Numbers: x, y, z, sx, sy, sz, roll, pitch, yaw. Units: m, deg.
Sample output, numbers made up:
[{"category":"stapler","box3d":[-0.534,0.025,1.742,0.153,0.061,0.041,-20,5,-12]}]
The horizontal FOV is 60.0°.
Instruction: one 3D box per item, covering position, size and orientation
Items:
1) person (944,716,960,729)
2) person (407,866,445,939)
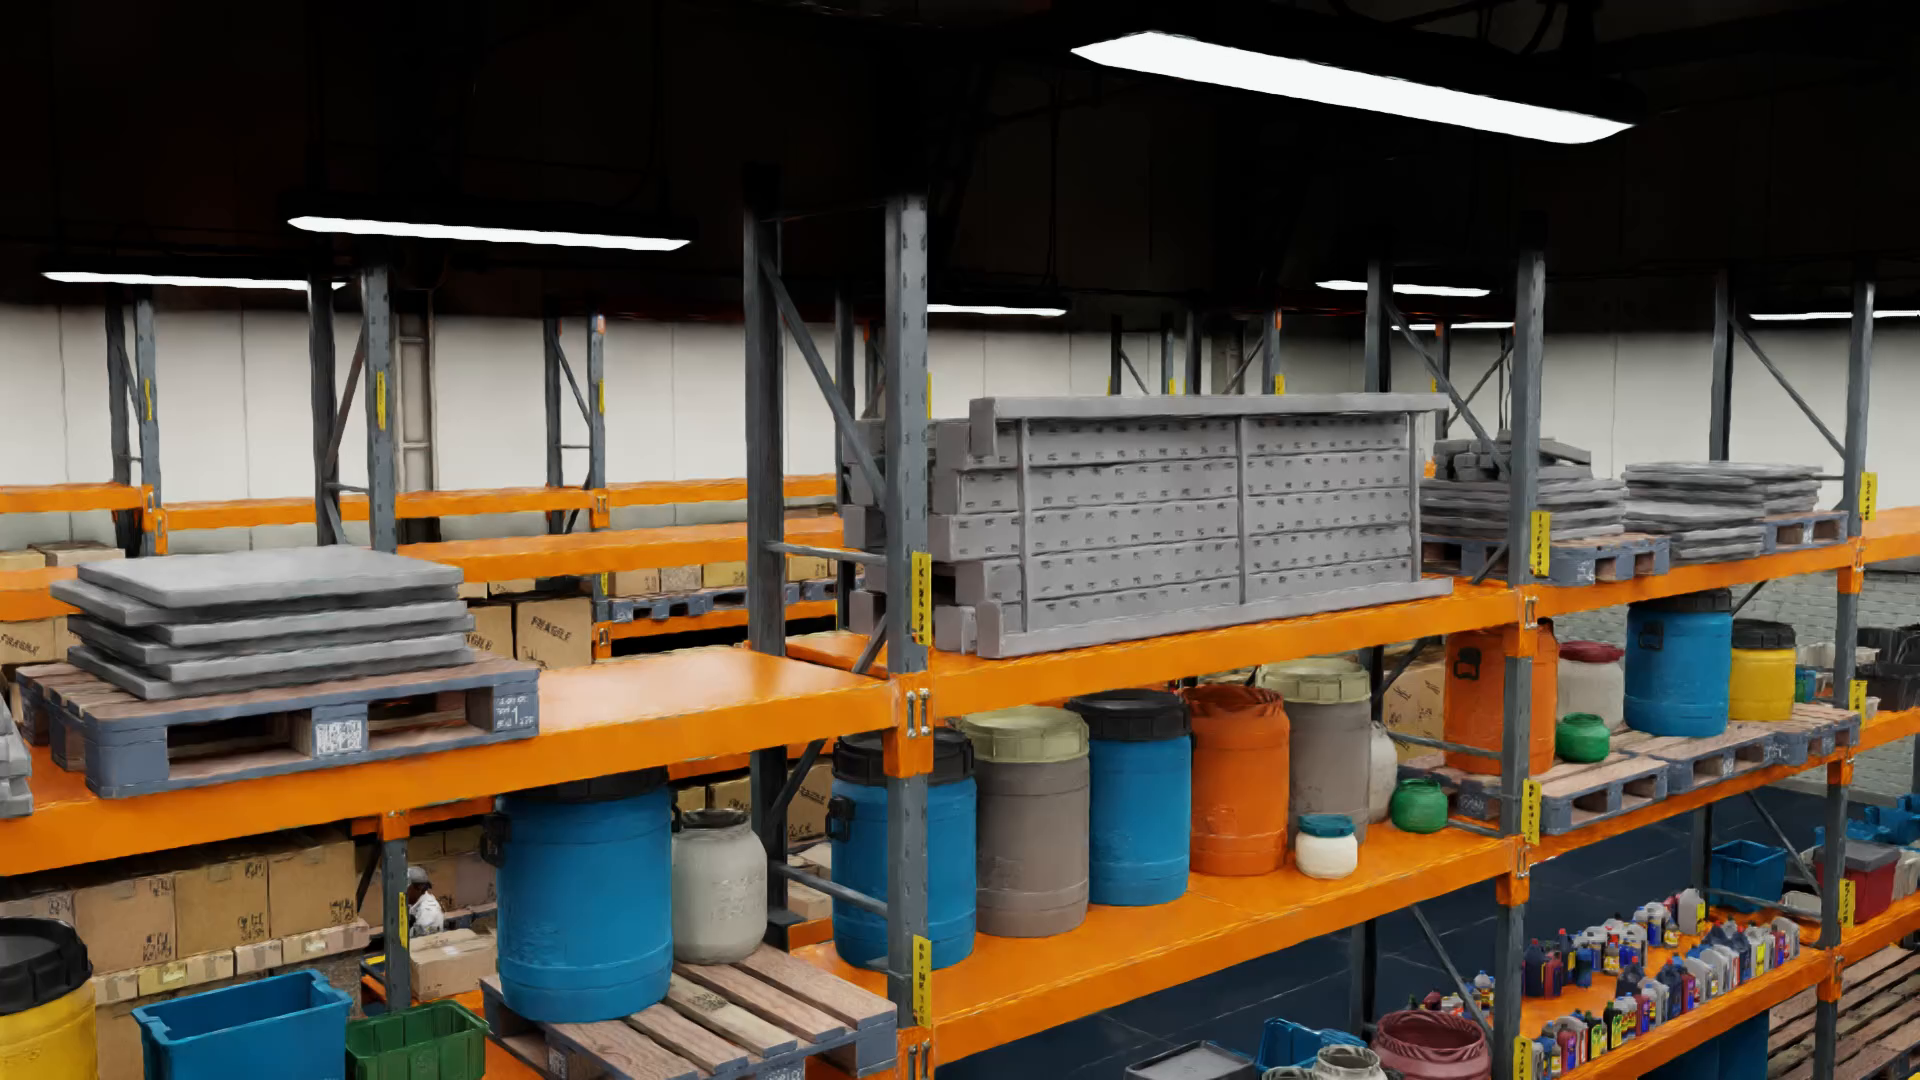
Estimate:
[{"category":"person","box3d":[-0.046,2.650,17.887,1.091,1.565,0.481,-5,7,-42]},{"category":"person","box3d":[-3.953,3.181,12.316,1.093,1.583,0.481,-5,7,-42]}]
